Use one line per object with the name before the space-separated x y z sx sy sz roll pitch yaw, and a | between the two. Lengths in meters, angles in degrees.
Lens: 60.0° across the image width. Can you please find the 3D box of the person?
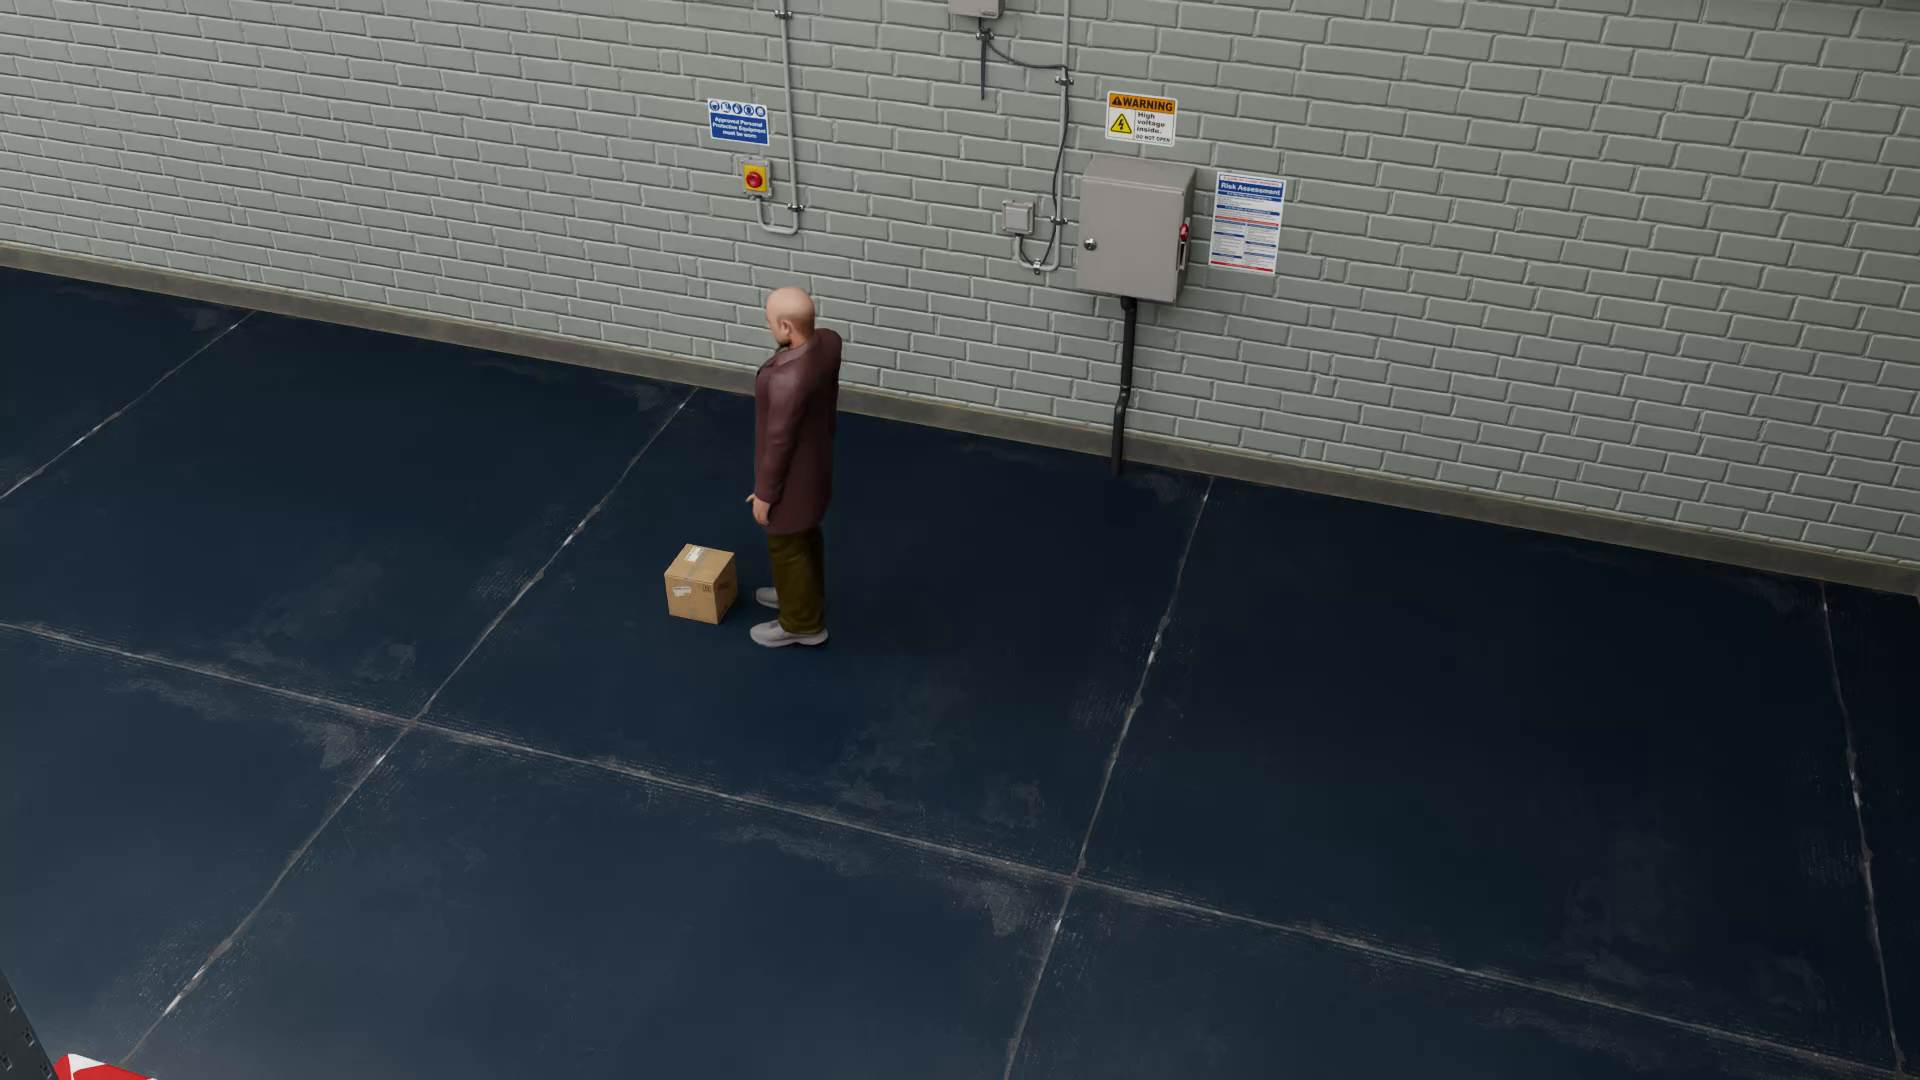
person | -0.788 -0.320 7.331 0.495 1.799 0.620 11 38 14
